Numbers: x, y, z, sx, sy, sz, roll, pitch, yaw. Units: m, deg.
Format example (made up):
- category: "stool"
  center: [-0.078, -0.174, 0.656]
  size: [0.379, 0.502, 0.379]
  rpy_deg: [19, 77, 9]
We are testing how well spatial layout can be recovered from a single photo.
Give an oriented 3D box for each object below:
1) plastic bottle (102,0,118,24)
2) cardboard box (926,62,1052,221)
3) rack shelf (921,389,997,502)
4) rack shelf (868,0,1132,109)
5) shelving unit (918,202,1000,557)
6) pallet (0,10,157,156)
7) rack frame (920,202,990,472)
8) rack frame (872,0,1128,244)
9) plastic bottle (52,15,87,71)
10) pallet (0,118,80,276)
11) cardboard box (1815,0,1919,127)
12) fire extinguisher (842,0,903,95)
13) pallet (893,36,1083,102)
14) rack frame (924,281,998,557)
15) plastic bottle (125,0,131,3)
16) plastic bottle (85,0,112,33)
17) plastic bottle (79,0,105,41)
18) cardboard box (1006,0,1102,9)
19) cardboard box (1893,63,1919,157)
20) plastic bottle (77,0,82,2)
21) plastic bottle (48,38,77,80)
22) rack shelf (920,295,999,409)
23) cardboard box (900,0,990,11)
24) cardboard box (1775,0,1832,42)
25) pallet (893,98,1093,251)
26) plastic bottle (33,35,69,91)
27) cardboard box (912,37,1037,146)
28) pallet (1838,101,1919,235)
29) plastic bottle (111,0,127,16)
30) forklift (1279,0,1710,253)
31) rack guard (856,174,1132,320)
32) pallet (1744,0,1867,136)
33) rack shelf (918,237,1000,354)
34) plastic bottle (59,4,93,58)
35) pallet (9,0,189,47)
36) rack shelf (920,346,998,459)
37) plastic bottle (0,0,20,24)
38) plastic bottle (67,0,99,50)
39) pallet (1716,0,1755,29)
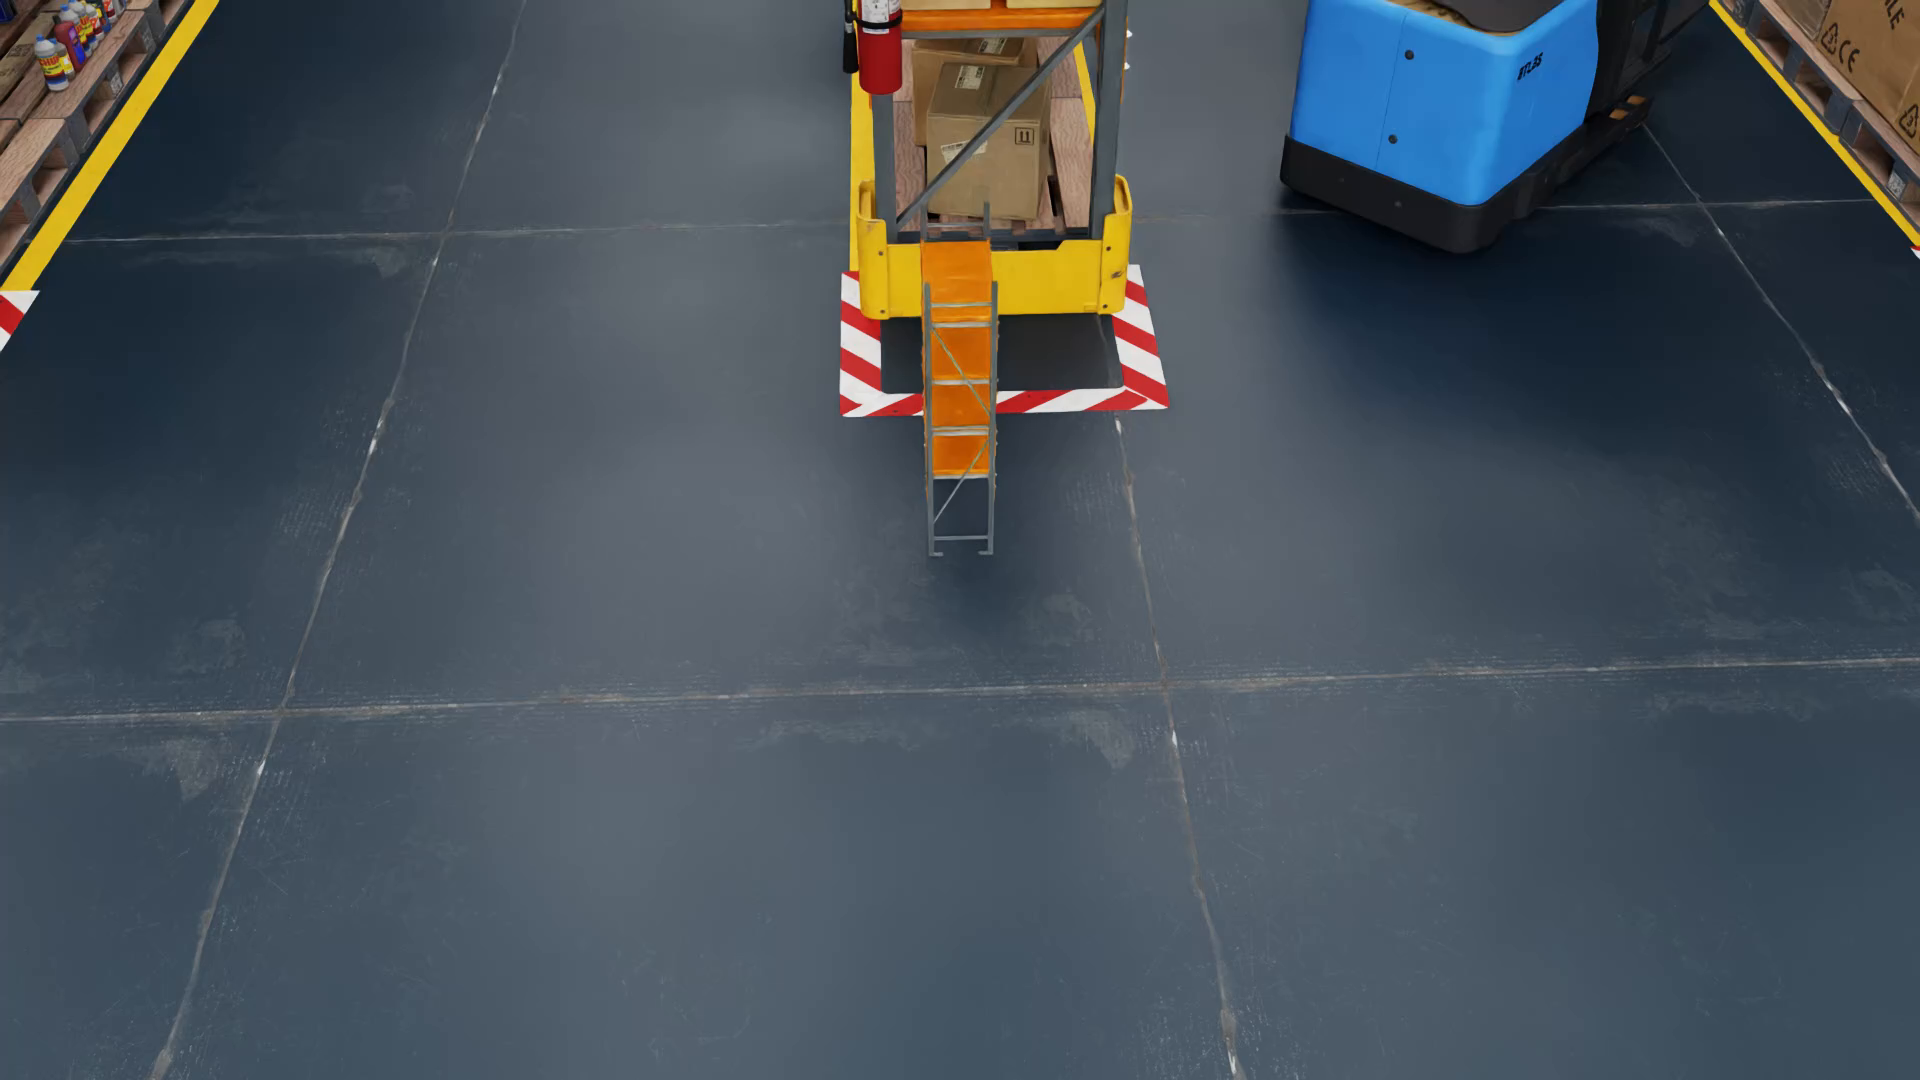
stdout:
- category: "plastic bottle"
  center: [-4.601, -2.880, 8.918]
  size: [0.097, 0.201, 0.097]
  rpy_deg: [0, 43, 0]
- category: "cardboard box"
  center: [0.135, -1.810, 7.544]
  size: [0.500, 0.500, 0.500]
  rpy_deg: [6, 43, 6]
- category: "rack shelf"
  center: [-0.007, -0.358, 6.146]
  size: [0.258, 0.148, 0.480]
  rpy_deg: [-2, 43, -2]
- category: "rack shelf"
  center: [0.060, -3.239, 8.097]
  size: [1.077, 0.370, 4.000]
  rpy_deg: [-2, 43, -2]
- category: "shelving unit"
  center: [-0.007, -0.554, 5.966]
  size: [0.258, 1.200, 0.503]
  rpy_deg: [-2, 43, -2]
- category: "pallet"
  center: [-4.932, -2.405, 8.717]
  size: [1.003, 0.211, 1.213]
  rpy_deg: [-2, 43, -2]
- category: "rack frame"
  center: [-0.017, -0.719, 6.146]
  size: [0.240, 1.200, 0.015]
  rpy_deg: [-2, 43, -2]
- category: "rack frame"
  center: [0.145, -2.154, 6.381]
  size: [1.000, 3.000, 0.127]
  rpy_deg: [-2, 43, -2]
- category: "plastic bottle"
  center: [-4.561, -2.559, 8.507]
  size: [0.061, 0.283, 0.133]
  rpy_deg: [-1, 43, -1]
- category: "pallet"
  center: [-4.883, -1.583, 7.821]
  size: [1.003, 0.211, 1.213]
  rpy_deg: [-2, 43, -2]
- category: "cardboard box"
  center: [4.970, -2.650, 8.183]
  size: [0.875, 0.875, 0.875]
  rpy_deg: [-2, 43, -2]
- category: "fire extinguisher"
  center: [-0.311, -2.035, 6.308]
  size: [0.296, 0.674, 0.183]
  rpy_deg: [-2, 43, -2]
- category: "pallet"
  center: [0.094, -2.549, 8.875]
  size: [1.003, 0.211, 1.213]
  rpy_deg: [-2, 43, -2]
- category: "rack frame"
  center: [0.003, -0.389, 5.787]
  size: [0.240, 1.200, 0.015]
  rpy_deg: [-2, 43, -2]
- category: "plastic bottle"
  center: [-4.636, -3.124, 9.073]
  size: [0.144, 0.351, 0.185]
  rpy_deg: [-2, 43, -2]
- category: "plastic bottle"
  center: [-4.597, -2.837, 8.819]
  size: [0.097, 0.271, 0.097]
  rpy_deg: [0, 43, 0]
- category: "plastic bottle"
  center: [-4.592, -2.742, 8.767]
  size: [0.097, 0.201, 0.097]
  rpy_deg: [0, 43, 0]
- category: "cardboard box"
  center: [0.371, -2.261, 6.683]
  size: [0.380, 0.149, 0.250]
  rpy_deg: [-2, 43, -2]
- category: "cardboard box"
  center: [5.010, -2.056, 7.535]
  size: [0.875, 0.875, 0.875]
  rpy_deg: [-1, 43, -2]
- category: "plastic bottle"
  center: [-4.740, -2.986, 8.973]
  size: [0.061, 0.283, 0.133]
  rpy_deg: [-2, 43, -2]
- category: "plastic bottle"
  center: [-4.574, -2.446, 8.444]
  size: [0.097, 0.201, 0.097]
  rpy_deg: [0, 43, 0]
- category: "rack shelf"
  center: [-0.007, -0.669, 5.861]
  size: [0.258, 0.148, 0.480]
  rpy_deg: [-2, 43, -2]
- category: "cardboard box"
  center: [-0.074, -2.248, 6.669]
  size: [0.380, 0.149, 0.250]
  rpy_deg: [-2, 43, -2]
- category: "cardboard box"
  center: [4.934, -3.266, 8.854]
  size: [0.875, 0.875, 0.875]
  rpy_deg: [-1, 43, -1]
- category: "pallet"
  center: [0.142, -1.727, 7.978]
  size: [1.003, 0.211, 1.213]
  rpy_deg: [-2, 43, -2]
- category: "plastic bottle"
  center: [-4.569, -2.402, 8.344]
  size: [0.097, 0.271, 0.097]
  rpy_deg: [0, 43, 0]
- category: "cardboard box"
  center: [0.075, -2.212, 7.983]
  size: [0.500, 0.500, 0.500]
  rpy_deg: [9, 43, 9]
- category: "pallet"
  center: [4.992, -1.738, 7.990]
  size: [1.003, 0.211, 1.213]
  rpy_deg: [-2, 43, -2]
- category: "plastic bottle"
  center: [-4.633, -2.987, 8.979]
  size: [0.152, 0.276, 0.135]
  rpy_deg: [-1, 43, -1]
- category: "forklift"
  center: [2.899, -3.303, 7.685]
  size: [1.130, 2.935, 3.031]
  rpy_deg: [31, 51, 29]
- category: "rack guard"
  center: [0.142, -1.284, 7.281]
  size: [1.175, 0.500, 0.348]
  rpy_deg: [-2, 43, -2]
- category: "pallet"
  center: [4.944, -2.560, 8.886]
  size: [1.003, 0.211, 1.213]
  rpy_deg: [-2, 43, -2]
- category: "rack shelf"
  center: [-0.007, -0.844, 5.701]
  size: [0.258, 0.148, 0.480]
  rpy_deg: [-2, 43, -2]
- category: "plastic bottle"
  center: [-4.584, -2.633, 8.596]
  size: [0.097, 0.271, 0.097]
  rpy_deg: [0, 43, 0]
- category: "pallet"
  center: [-4.987, -3.230, 9.618]
  size: [1.003, 0.211, 1.213]
  rpy_deg: [-2, 43, -2]
- category: "rack shelf"
  center: [-0.007, -0.504, 6.012]
  size: [0.258, 0.148, 0.480]
  rpy_deg: [-2, 43, -2]
- category: "plastic bottle"
  center: [-5.181, -2.921, 8.907]
  size: [0.152, 0.276, 0.135]
  rpy_deg: [-2, 43, -2]
- category: "plastic bottle"
  center: [-4.588, -2.701, 8.670]
  size: [0.097, 0.271, 0.097]
  rpy_deg: [0, 43, 0]
- category: "pallet"
  center: [4.889, -3.385, 9.787]
  size: [1.003, 0.211, 1.213]
  rpy_deg: [-2, 43, -2]
